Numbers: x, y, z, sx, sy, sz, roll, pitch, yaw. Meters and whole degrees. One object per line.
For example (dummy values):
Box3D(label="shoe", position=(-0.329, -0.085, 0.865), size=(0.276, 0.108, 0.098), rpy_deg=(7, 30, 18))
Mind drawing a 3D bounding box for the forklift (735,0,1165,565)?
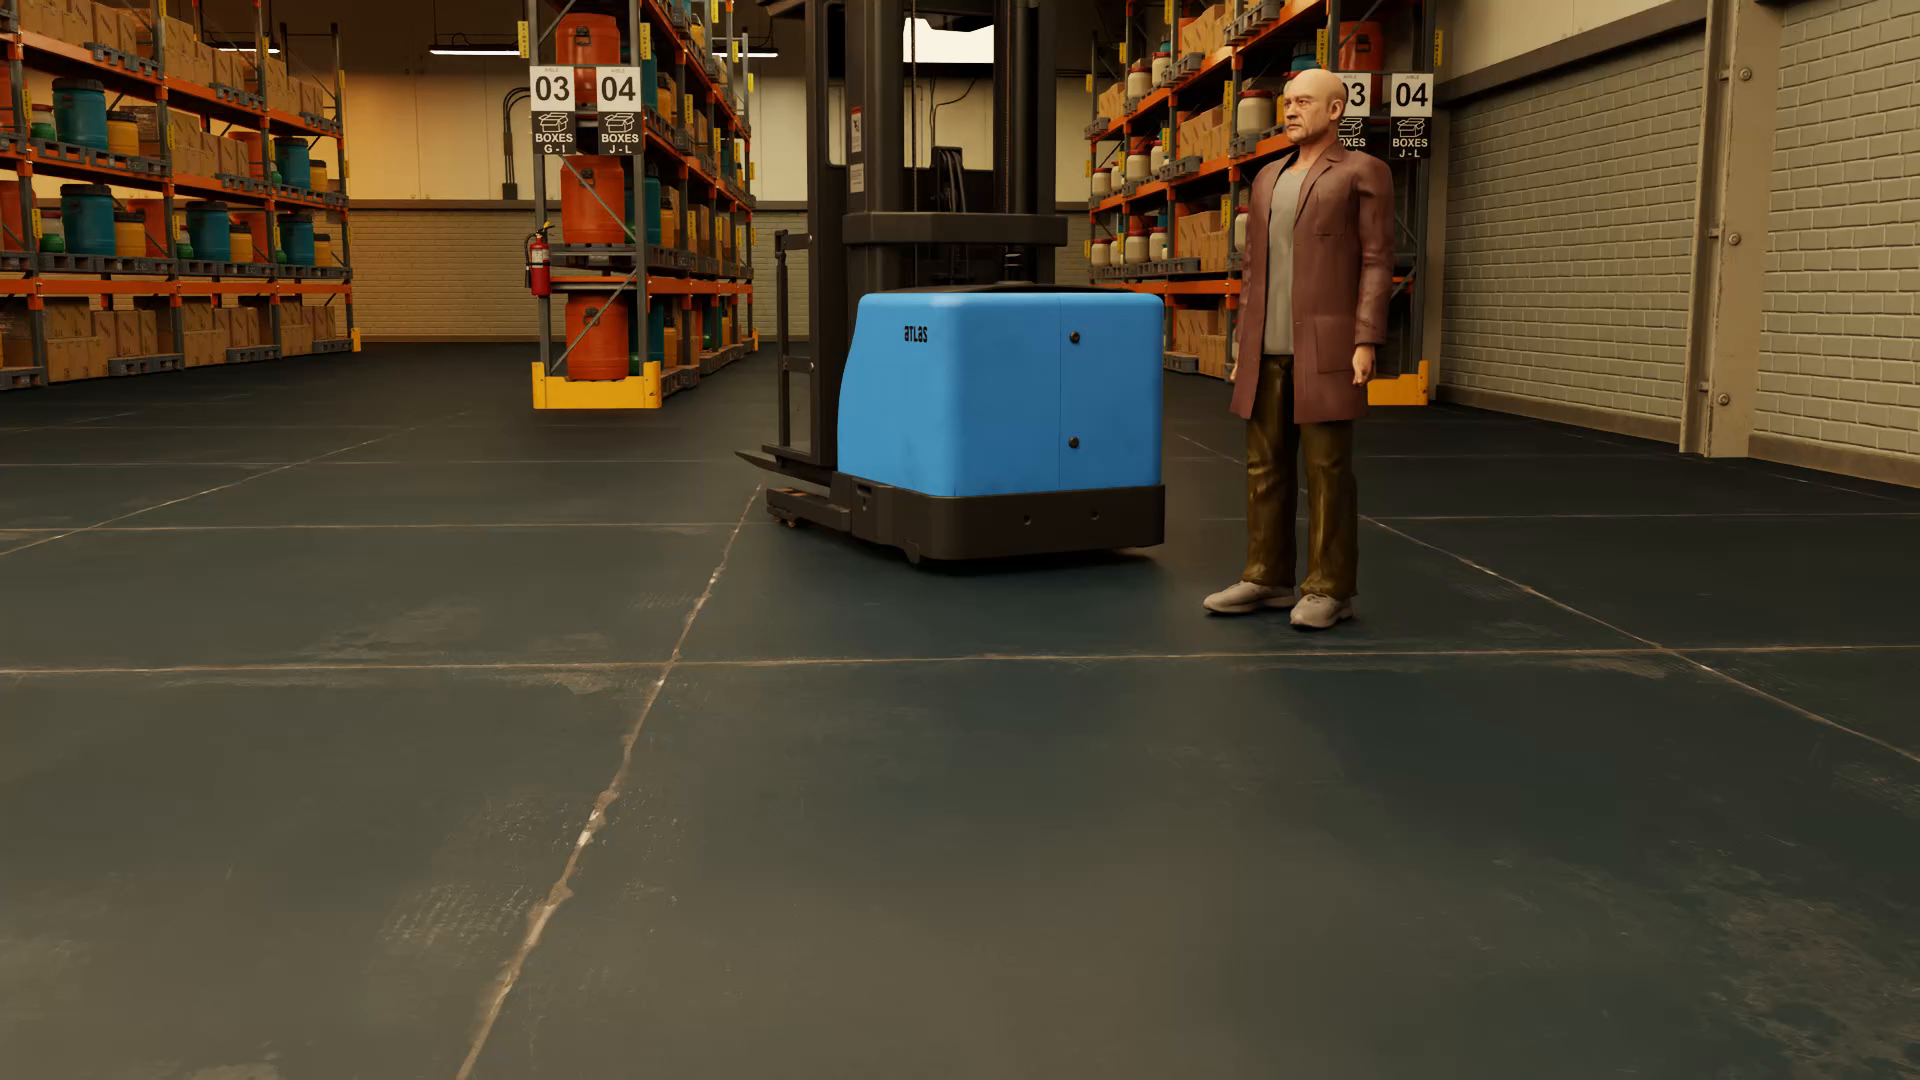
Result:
Box3D(label="forklift", position=(-0.264, -1.530, 7.637), size=(1.130, 2.935, 3.031), rpy_deg=(-4, 9, -25))

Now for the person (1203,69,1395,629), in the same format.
Box3D(label="person", position=(1.106, -0.492, 5.438), size=(0.373, 1.522, 0.557), rpy_deg=(-8, 12, -44))
